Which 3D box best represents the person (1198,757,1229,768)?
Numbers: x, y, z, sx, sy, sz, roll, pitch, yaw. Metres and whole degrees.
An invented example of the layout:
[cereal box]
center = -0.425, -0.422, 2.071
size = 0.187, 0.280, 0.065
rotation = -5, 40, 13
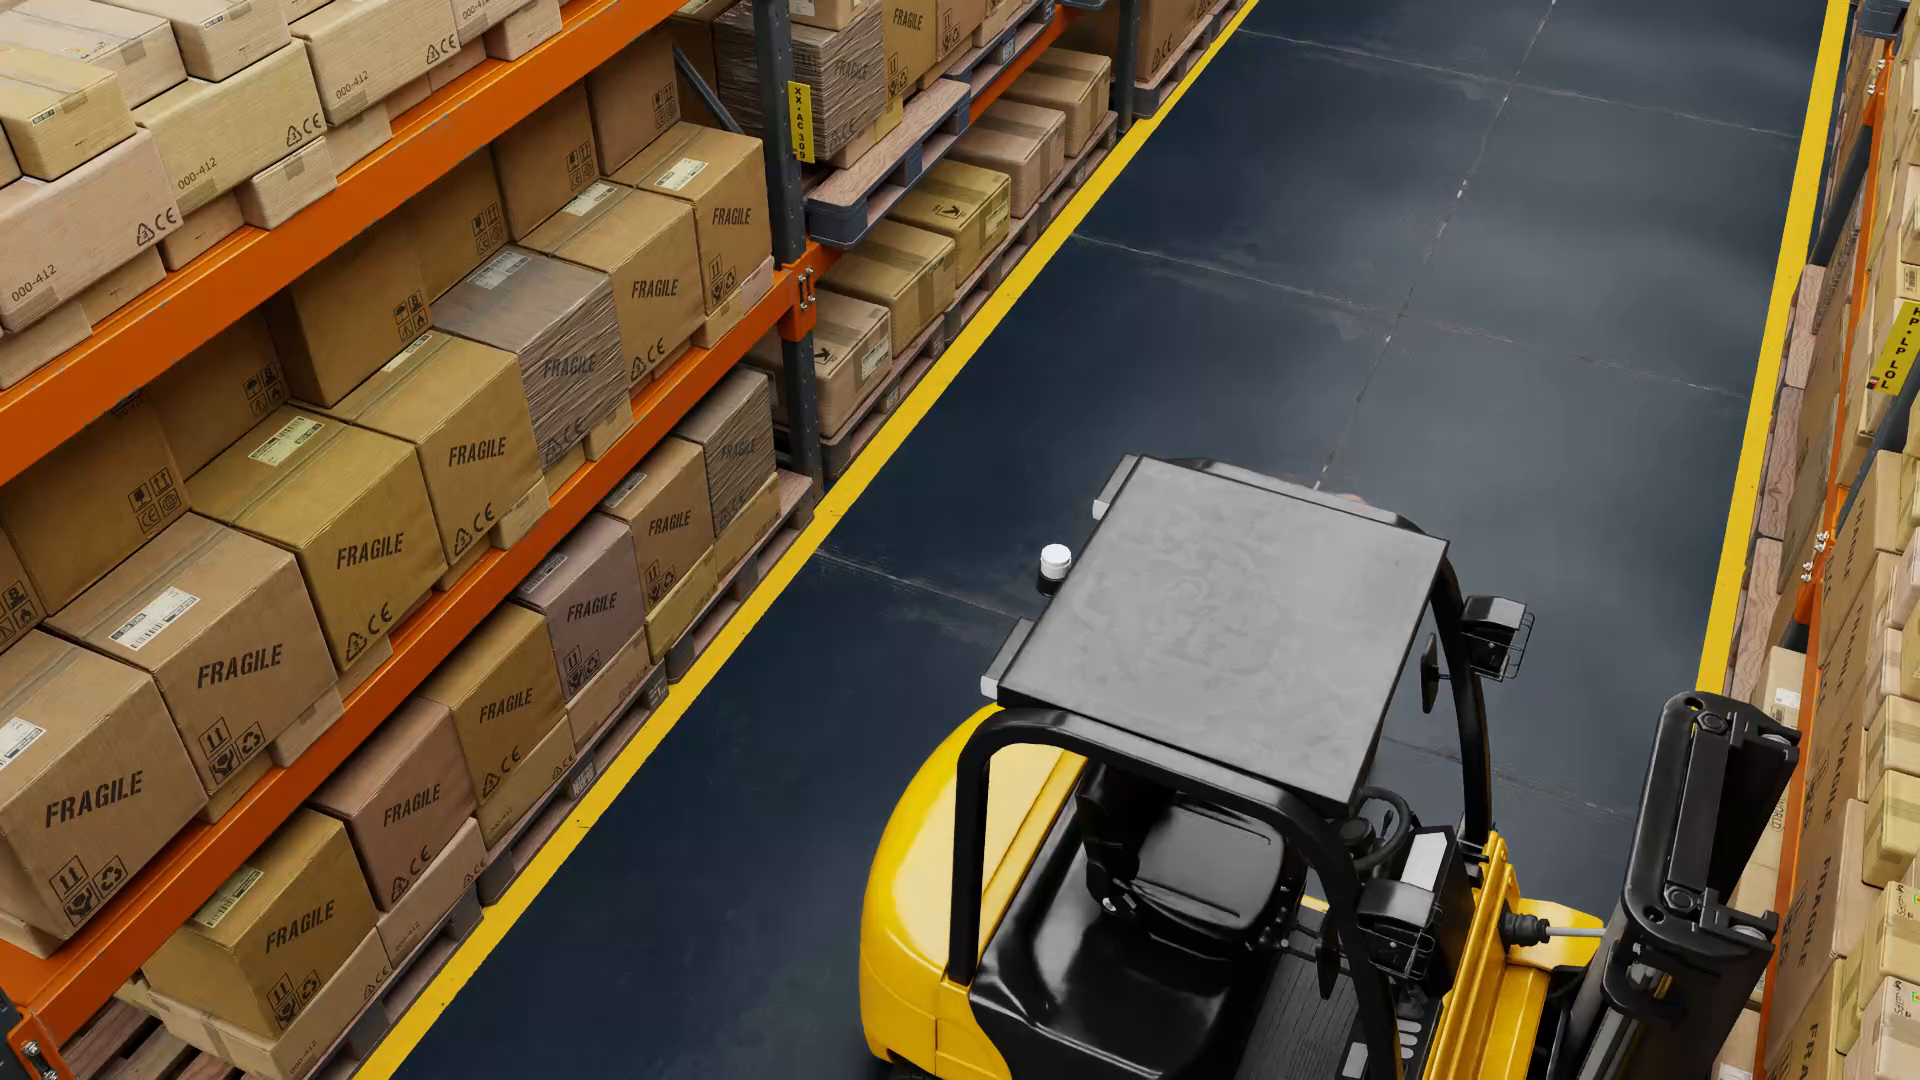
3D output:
[person]
center = 1.157, 0.526, 6.392
size = 0.924, 0.844, 0.580
rotation = 16, 44, 18
